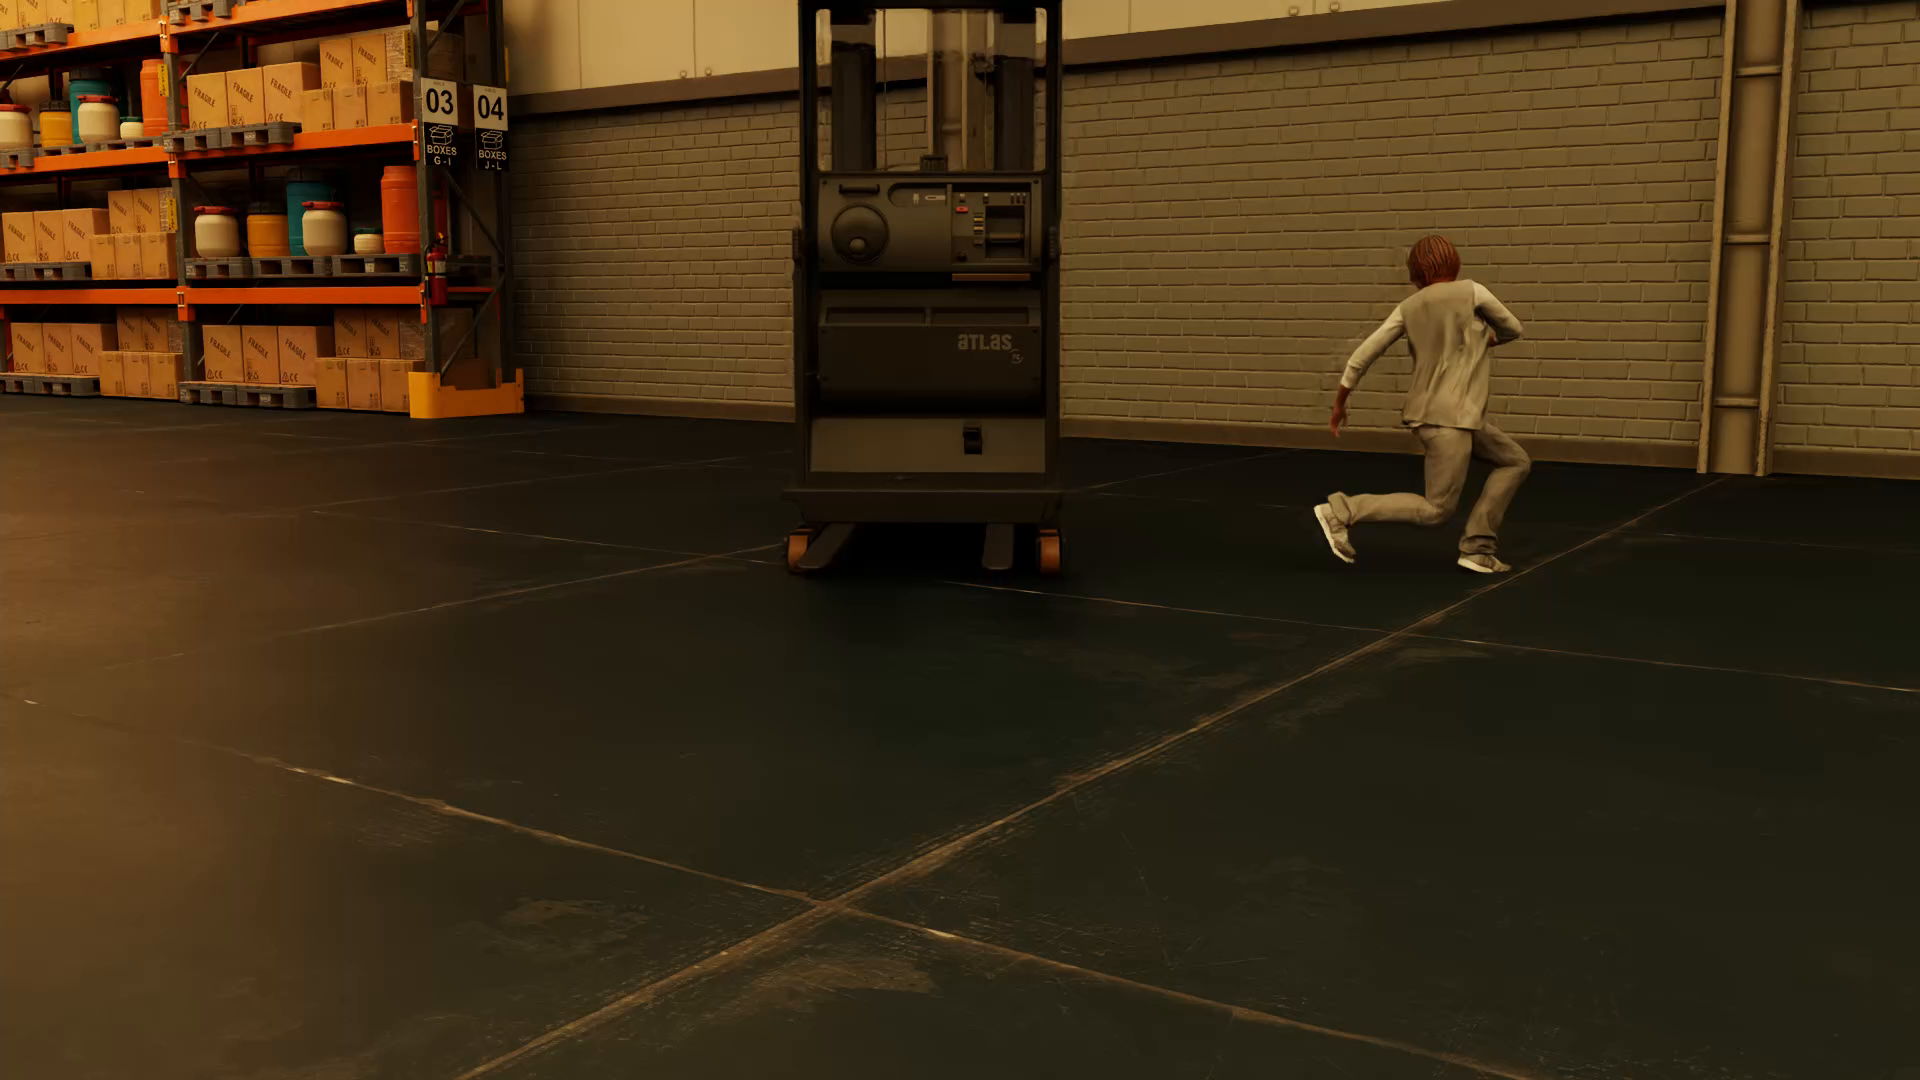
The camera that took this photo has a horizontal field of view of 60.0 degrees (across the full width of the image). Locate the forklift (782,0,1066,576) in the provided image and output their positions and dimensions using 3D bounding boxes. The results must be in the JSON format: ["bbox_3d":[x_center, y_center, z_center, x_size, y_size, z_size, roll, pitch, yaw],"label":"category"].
[{"bbox_3d":[-0.130,-1.352,6.702,1.130,2.935,3.031,0,8,2],"label":"forklift"}]

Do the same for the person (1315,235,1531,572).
[{"bbox_3d":[1.860,-0.533,6.703,0.849,1.375,0.576,-1,8,-10],"label":"person"}]
